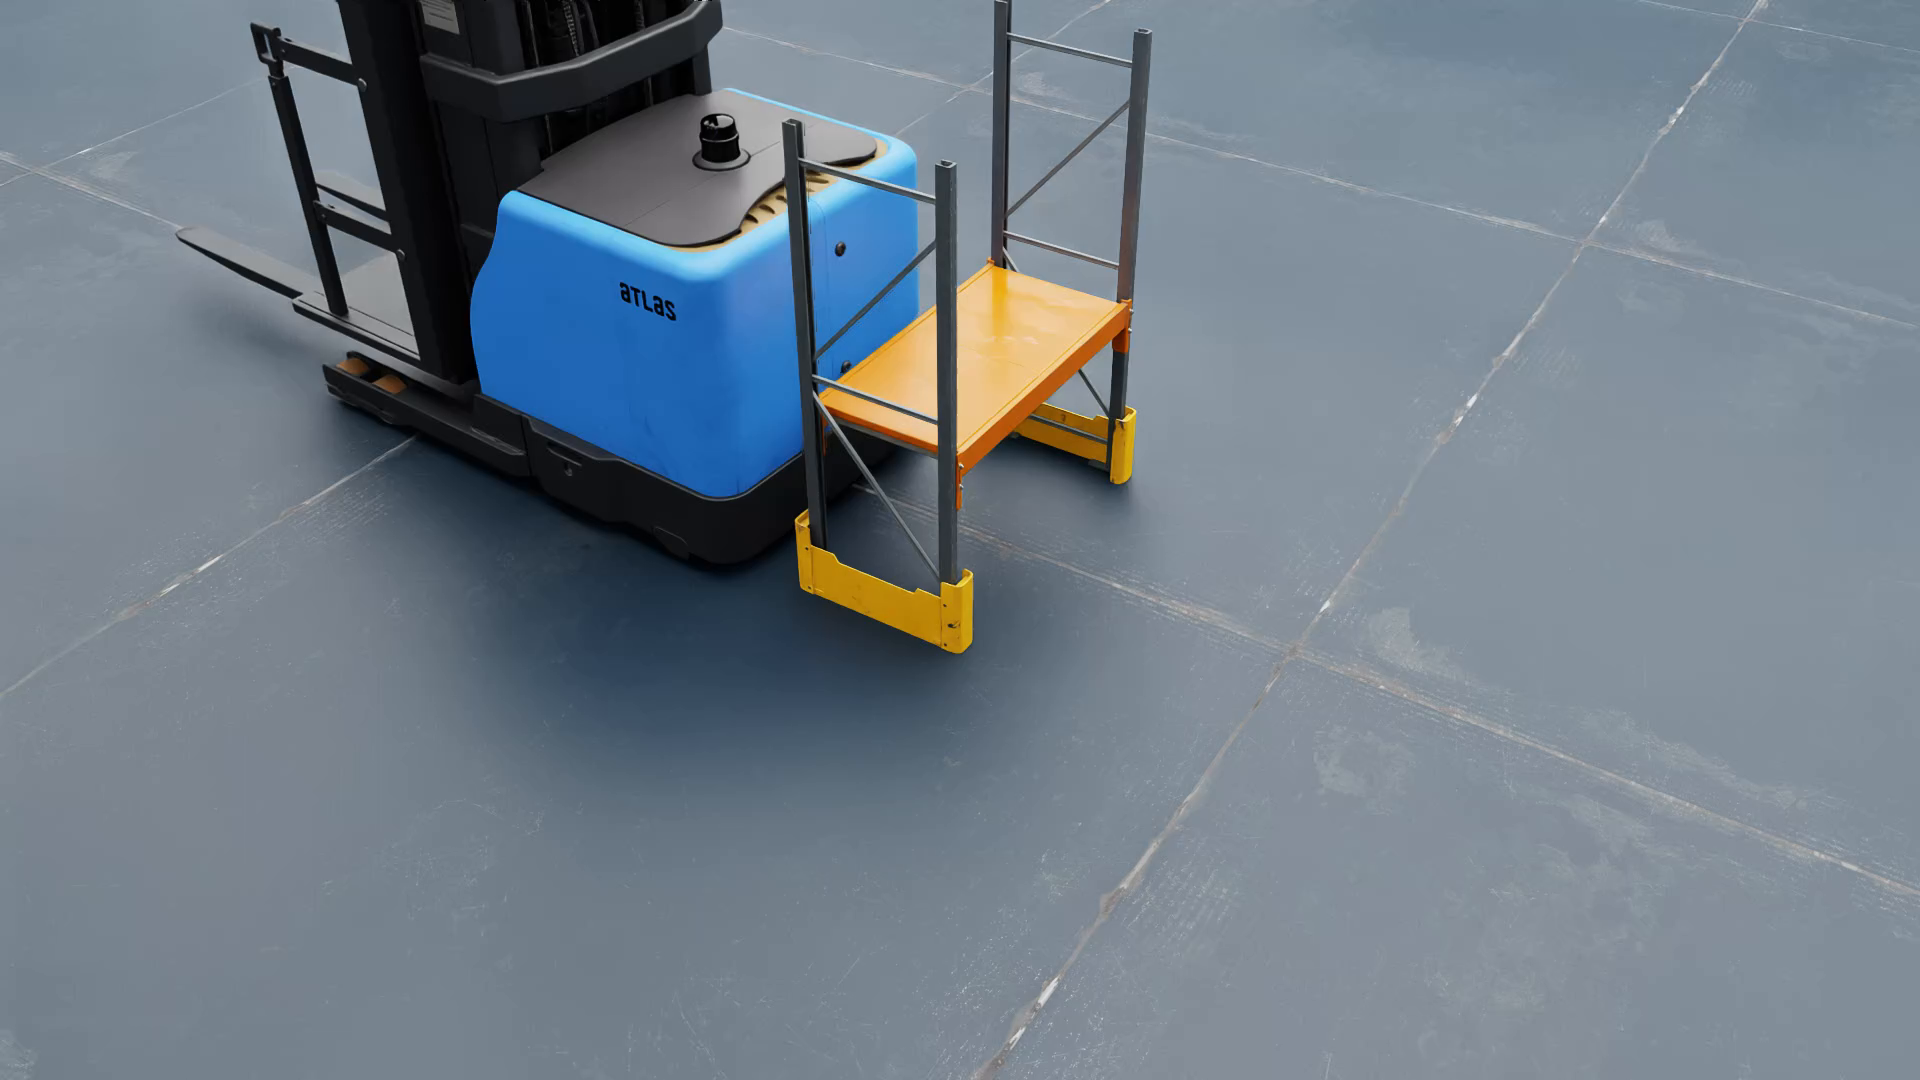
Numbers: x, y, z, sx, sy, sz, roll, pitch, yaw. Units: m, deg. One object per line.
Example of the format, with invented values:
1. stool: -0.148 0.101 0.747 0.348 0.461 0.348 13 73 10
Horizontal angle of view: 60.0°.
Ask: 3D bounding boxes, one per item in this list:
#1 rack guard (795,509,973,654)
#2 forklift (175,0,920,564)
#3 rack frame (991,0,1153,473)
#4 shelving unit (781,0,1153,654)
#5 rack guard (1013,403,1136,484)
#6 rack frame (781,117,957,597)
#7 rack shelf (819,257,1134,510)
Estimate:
1. rack guard: -0.226 0.118 4.892 0.587 0.250 0.087 21 42 25
2. forklift: -1.611 -1.802 5.187 3.031 2.935 1.130 24 43 27
3. rack frame: 0.318 -0.900 5.189 0.500 1.500 0.032 21 42 25
4. shelving unit: 0.041 -0.633 4.843 0.587 1.500 1.083 21 42 25
5. rack guard: 0.308 -0.395 5.558 0.587 0.250 0.087 21 42 25
6. rack frame: -0.227 -0.376 4.509 0.500 1.500 0.032 21 42 25
7. rack shelf: 0.046 -0.496 4.959 0.538 0.185 1.000 21 42 25
